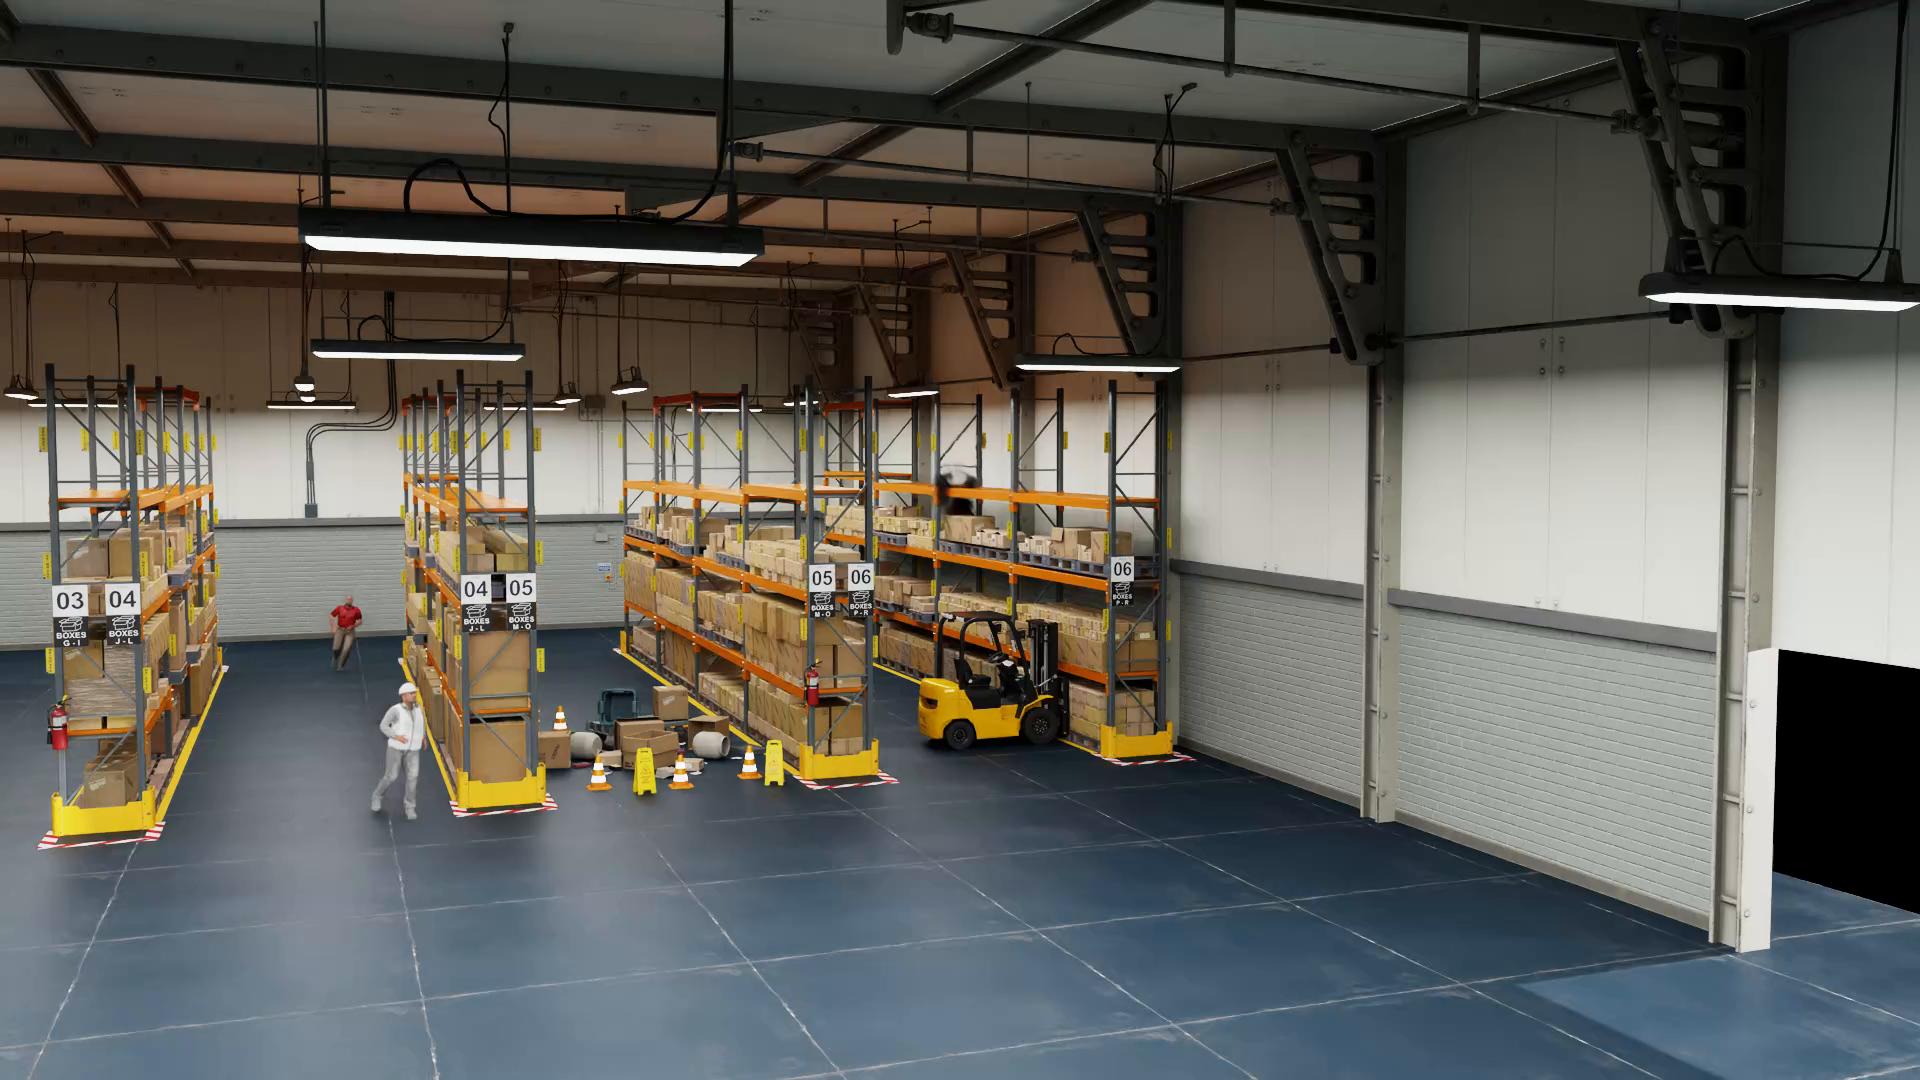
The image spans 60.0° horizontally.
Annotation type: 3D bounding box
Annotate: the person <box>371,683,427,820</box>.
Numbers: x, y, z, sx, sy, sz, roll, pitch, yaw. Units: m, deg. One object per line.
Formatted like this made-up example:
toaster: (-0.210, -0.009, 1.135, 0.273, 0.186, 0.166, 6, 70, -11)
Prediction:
person: (-7.445, 2.808, 22.360, 0.729, 1.764, 0.938, -3, 5, -43)

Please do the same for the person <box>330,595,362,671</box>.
person: (-13.521, 2.038, 36.633, 0.667, 1.648, 0.559, -1, 4, -22)
